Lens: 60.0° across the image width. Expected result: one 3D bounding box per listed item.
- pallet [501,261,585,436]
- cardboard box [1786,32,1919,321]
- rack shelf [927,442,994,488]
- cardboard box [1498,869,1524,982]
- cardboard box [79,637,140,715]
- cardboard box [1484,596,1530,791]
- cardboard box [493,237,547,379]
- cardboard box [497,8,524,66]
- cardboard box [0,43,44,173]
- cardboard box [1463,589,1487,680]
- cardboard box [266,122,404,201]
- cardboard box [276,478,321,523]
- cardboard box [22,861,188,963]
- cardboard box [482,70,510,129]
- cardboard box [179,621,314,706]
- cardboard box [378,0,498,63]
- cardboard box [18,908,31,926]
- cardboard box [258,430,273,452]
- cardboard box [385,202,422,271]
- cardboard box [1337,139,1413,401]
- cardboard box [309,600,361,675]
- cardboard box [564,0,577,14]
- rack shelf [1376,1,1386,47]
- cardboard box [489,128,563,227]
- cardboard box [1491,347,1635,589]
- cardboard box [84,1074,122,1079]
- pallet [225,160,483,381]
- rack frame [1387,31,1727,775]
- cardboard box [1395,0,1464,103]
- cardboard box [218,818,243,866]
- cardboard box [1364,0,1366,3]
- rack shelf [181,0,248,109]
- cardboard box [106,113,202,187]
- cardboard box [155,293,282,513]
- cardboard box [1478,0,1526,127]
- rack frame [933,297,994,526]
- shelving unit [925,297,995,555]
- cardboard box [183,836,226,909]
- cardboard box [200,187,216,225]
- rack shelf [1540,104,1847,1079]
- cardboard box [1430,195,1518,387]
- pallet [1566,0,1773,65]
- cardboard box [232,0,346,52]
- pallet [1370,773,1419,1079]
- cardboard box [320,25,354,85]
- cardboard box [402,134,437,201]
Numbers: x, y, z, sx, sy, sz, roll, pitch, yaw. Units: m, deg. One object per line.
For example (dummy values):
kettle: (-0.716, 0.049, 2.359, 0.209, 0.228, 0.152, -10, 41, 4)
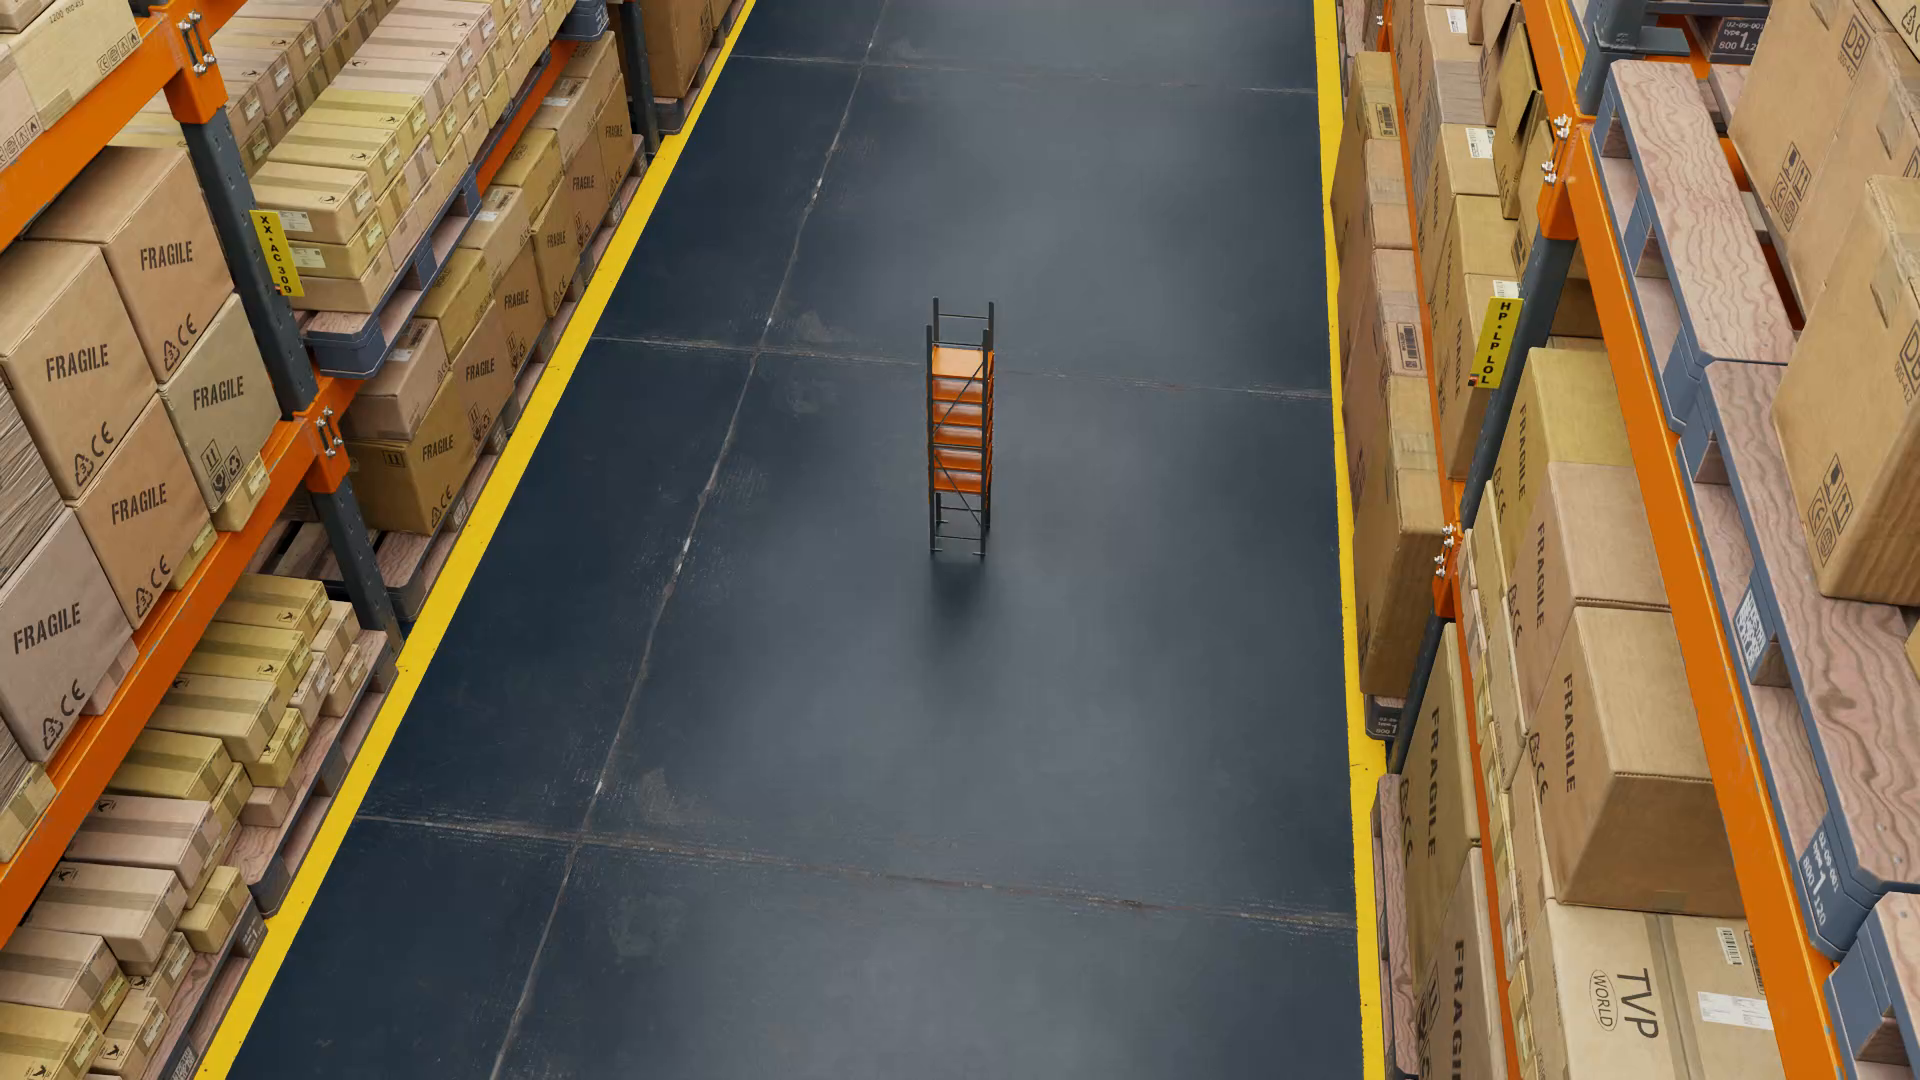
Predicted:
pallet: (-2.518, -1.018, 8.194, 1.003, 0.211, 1.213, 5, 44, 6)
cardboard box: (2.005, -0.556, 3.045, 0.700, 0.500, 0.500, 7, 44, 8)
rack shelf: (0.002, -0.326, 6.983, 0.258, 0.103, 0.180, 5, 44, 6)
cardboard box: (1.585, 0.999, 4.218, 0.380, 0.149, 0.250, 6, 44, 6)
cardboard box: (-2.670, 0.364, 4.888, 0.380, 0.149, 0.250, 4, 44, 4)
cardboard box: (1.732, 0.435, 4.524, 0.500, 0.250, 0.500, 5, 44, 5)
cardboard box: (-2.294, -1.110, 7.775, 0.500, 0.500, 0.500, 6, 44, 6)
cardboard box: (-2.066, -2.128, 6.999, 0.380, 0.149, 0.250, 4, 44, 5)
cardboard box: (-2.653, -1.003, 4.077, 0.500, 0.250, 0.500, 5, 44, 5)
cardboard box: (1.721, 0.295, 4.962, 0.380, 0.149, 0.250, 4, 44, 4)
cardboard box: (-2.240, -1.361, 5.972, 0.380, 0.149, 0.250, 6, 44, 7)
cardboard box: (-2.931, -0.438, 7.066, 0.500, 0.500, 0.500, 4, 44, 5)
cardboard box: (-2.667, 1.162, 5.198, 0.380, 0.149, 0.250, 4, 44, 4)
cardboard box: (-2.103, -1.845, 6.916, 0.380, 0.149, 0.250, 5, 44, 5)
cardboard box: (-2.562, 0.444, 5.957, 0.380, 0.149, 0.250, 6, 44, 6)
cardboard box: (-2.101, -2.051, 6.702, 0.380, 0.149, 0.250, 7, 44, 7)
cardboard box: (-3.277, 1.323, 5.461, 0.380, 0.149, 0.250, 4, 44, 4)
cardboard box: (-2.584, -0.359, 5.652, 0.380, 0.149, 0.250, 5, 44, 5)
cardboard box: (-2.240, -1.144, 6.176, 0.380, 0.149, 0.250, 6, 44, 6)
cardboard box: (2.416, -1.178, 7.575, 1.225, 0.875, 0.875, 5, 44, 6)
cardboard box: (-2.505, 0.352, 6.270, 0.380, 0.149, 0.250, 6, 44, 6)
cardboard box: (-1.964, -2.562, 7.673, 0.380, 0.149, 0.250, 5, 44, 5)
rack shelf: (2.918, -3.974, 9.811, 1.077, 0.370, 4.000, 5, 44, 6)
cardboard box: (-2.219, -1.729, 7.884, 0.500, 0.250, 0.500, 6, 44, 6)
cardboard box: (1.808, -0.169, 4.617, 0.500, 0.500, 0.500, 5, 44, 6)
cardboard box: (-2.741, 1.750, 5.010, 0.380, 0.149, 0.250, 3, 44, 3)
pallet: (-2.533, -1.104, 6.396, 1.003, 0.211, 1.213, 5, 44, 6)
rack frame: (2.124, -0.146, 5.245, 1.000, 3.000, 0.127, 5, 44, 6)
cardboard box: (2.253, -2.251, 7.395, 0.500, 0.500, 0.500, 4, 44, 4)
cardboard box: (-2.736, 1.039, 5.762, 0.380, 0.149, 0.250, 4, 44, 4)
cardboard box: (2.924, -3.730, 10.527, 0.700, 0.500, 0.500, 2, 43, 2)
rack shelf: (-2.514, -2.857, 6.450, 1.077, 0.370, 4.000, 5, 44, 6)
cardboard box: (-2.884, -1.418, 6.033, 0.380, 0.149, 0.250, 4, 44, 4)
cardboard box: (-2.563, -0.455, 5.282, 0.500, 0.500, 0.500, 5, 44, 6)
cardboard box: (2.369, -1.875, 6.268, 0.797, 0.503, 0.637, 7, 44, 7)
rack frame: (0.014, -0.508, 6.936, 0.240, 1.200, 0.006, 5, 44, 6)
shelving unit: (0.002, -0.446, 6.870, 0.258, 1.200, 0.189, 5, 44, 6)
cardboard box: (-2.691, 1.059, 5.524, 0.380, 0.149, 0.250, 6, 44, 7)
cardboard box: (-2.888, -1.304, 6.129, 0.380, 0.149, 0.250, 6, 44, 6)
rack shelf: (1.860, 0.389, 3.022, 1.077, 0.370, 4.000, 5, 44, 6)
cardboard box: (1.988, -0.863, 5.929, 0.500, 0.500, 0.500, 7, 44, 7)
pallet: (2.197, -1.796, 4.944, 0.805, 0.209, 1.217, 4, 44, 4)
cardboard box: (-2.746, -2.123, 6.777, 0.380, 0.149, 0.250, 3, 44, 4)
pallet: (1.946, 1.377, 5.664, 1.003, 0.211, 1.213, 5, 44, 6)
cardboard box: (-2.751, -2.023, 6.888, 0.380, 0.149, 0.250, 5, 44, 6)
cardboard box: (-2.205, -1.415, 6.246, 0.380, 0.149, 0.250, 6, 44, 7)
